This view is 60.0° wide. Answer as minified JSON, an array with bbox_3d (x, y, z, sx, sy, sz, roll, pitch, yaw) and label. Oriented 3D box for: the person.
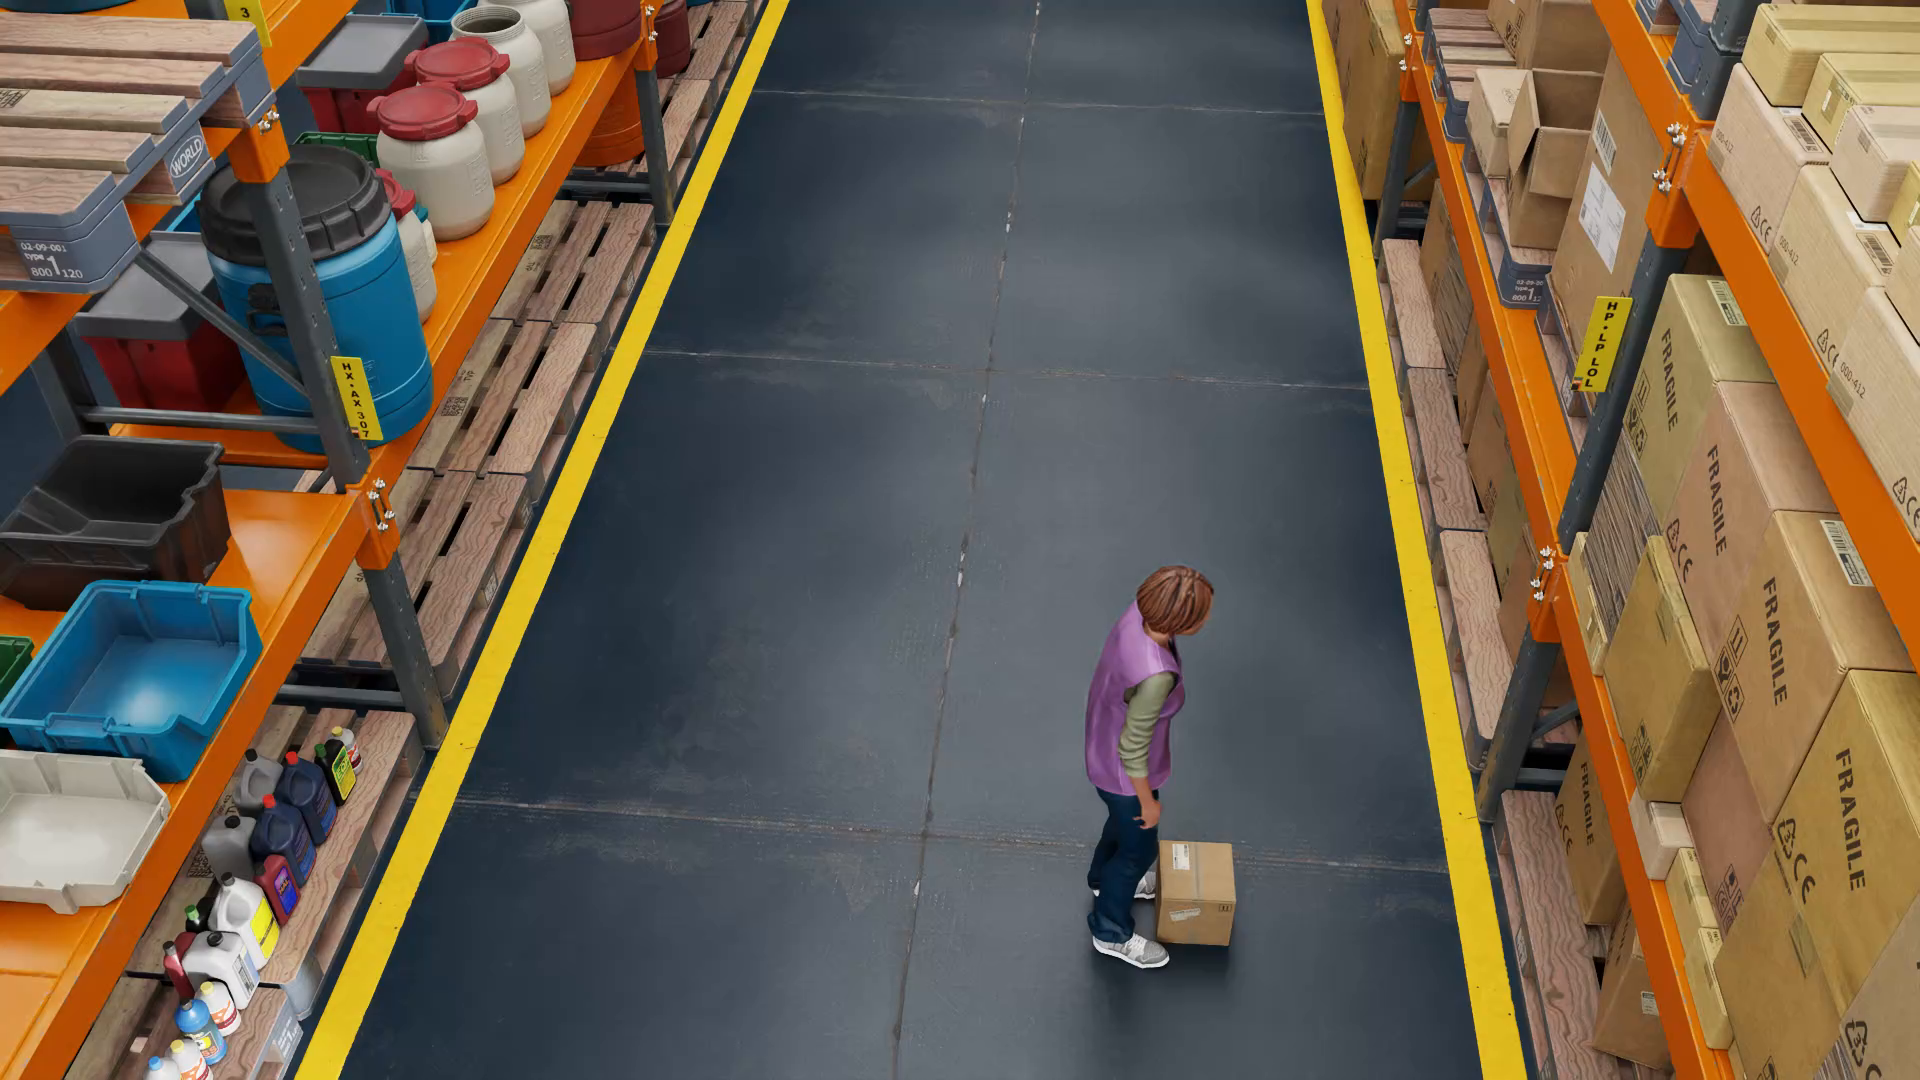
[{"bbox_3d":[0.572,0.709,5.340,0.348,1.592,0.465,3,41,4],"label":"person"}]
